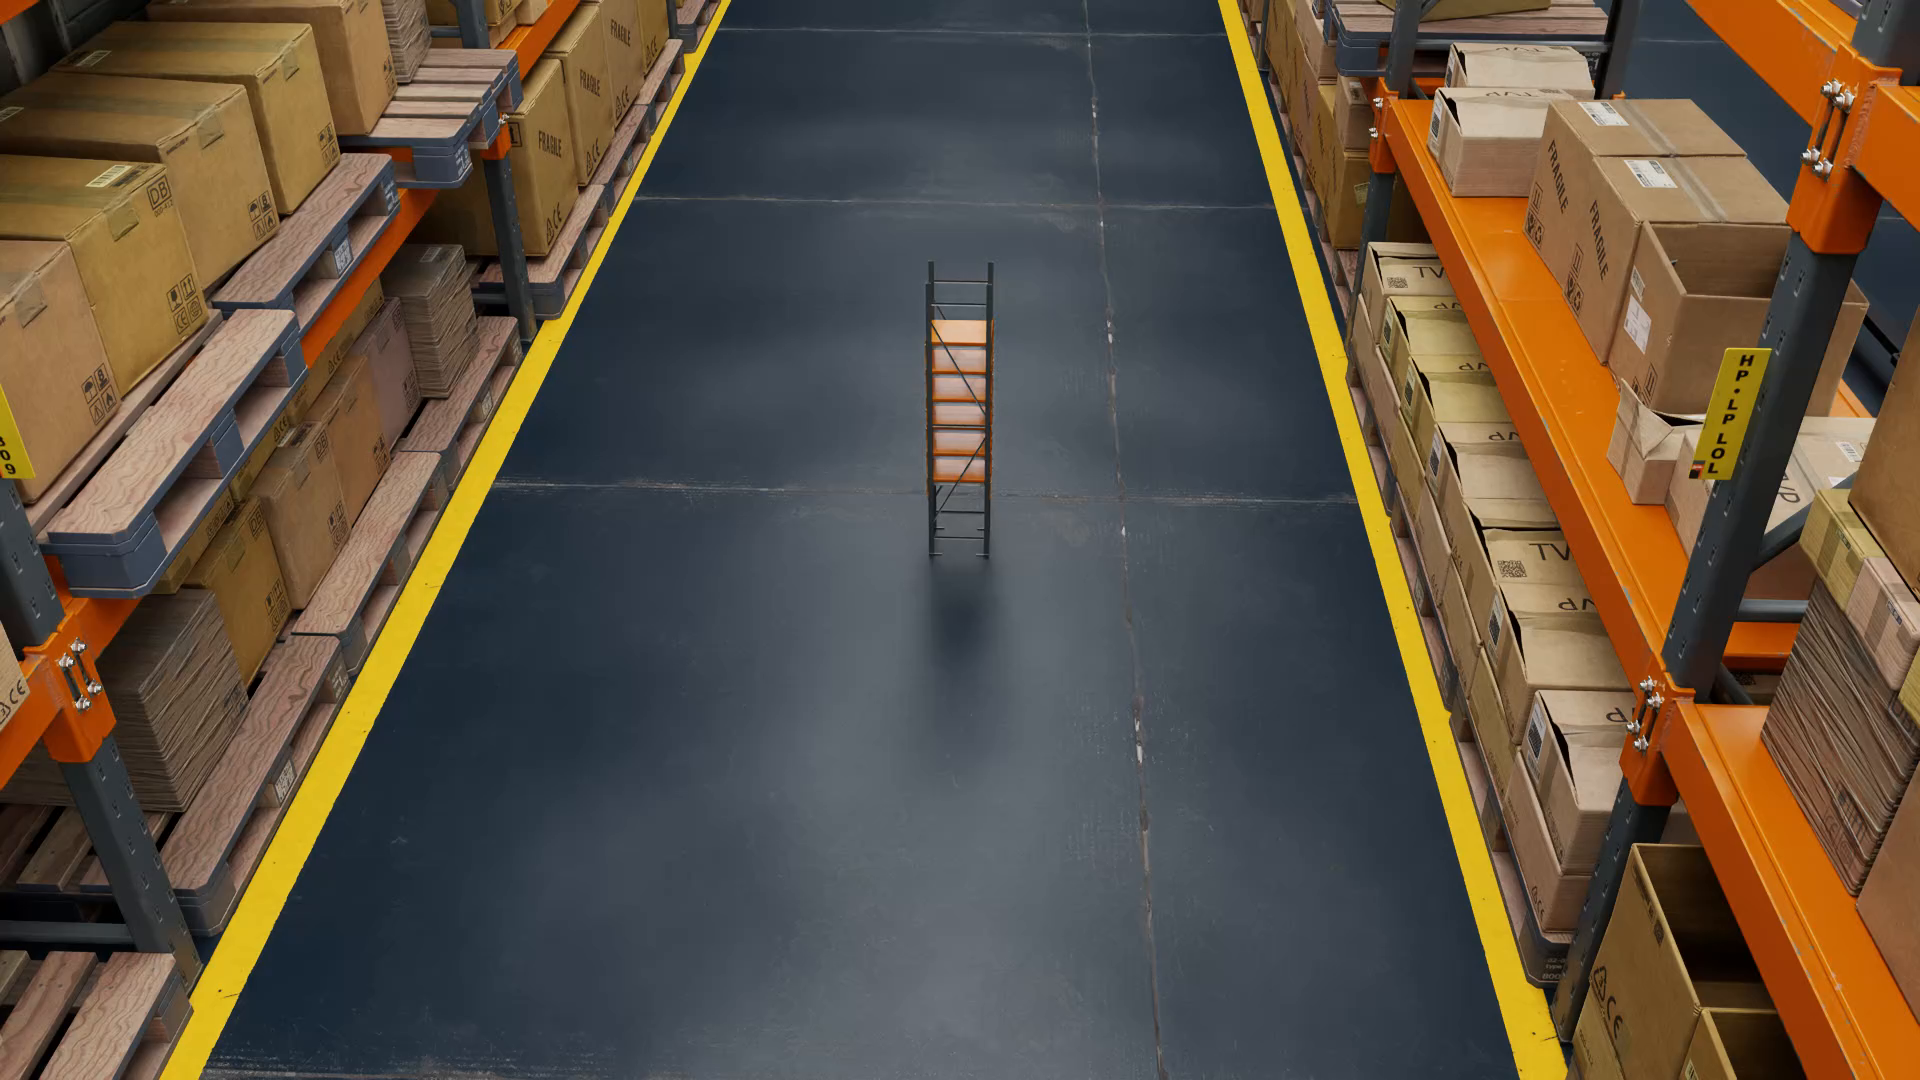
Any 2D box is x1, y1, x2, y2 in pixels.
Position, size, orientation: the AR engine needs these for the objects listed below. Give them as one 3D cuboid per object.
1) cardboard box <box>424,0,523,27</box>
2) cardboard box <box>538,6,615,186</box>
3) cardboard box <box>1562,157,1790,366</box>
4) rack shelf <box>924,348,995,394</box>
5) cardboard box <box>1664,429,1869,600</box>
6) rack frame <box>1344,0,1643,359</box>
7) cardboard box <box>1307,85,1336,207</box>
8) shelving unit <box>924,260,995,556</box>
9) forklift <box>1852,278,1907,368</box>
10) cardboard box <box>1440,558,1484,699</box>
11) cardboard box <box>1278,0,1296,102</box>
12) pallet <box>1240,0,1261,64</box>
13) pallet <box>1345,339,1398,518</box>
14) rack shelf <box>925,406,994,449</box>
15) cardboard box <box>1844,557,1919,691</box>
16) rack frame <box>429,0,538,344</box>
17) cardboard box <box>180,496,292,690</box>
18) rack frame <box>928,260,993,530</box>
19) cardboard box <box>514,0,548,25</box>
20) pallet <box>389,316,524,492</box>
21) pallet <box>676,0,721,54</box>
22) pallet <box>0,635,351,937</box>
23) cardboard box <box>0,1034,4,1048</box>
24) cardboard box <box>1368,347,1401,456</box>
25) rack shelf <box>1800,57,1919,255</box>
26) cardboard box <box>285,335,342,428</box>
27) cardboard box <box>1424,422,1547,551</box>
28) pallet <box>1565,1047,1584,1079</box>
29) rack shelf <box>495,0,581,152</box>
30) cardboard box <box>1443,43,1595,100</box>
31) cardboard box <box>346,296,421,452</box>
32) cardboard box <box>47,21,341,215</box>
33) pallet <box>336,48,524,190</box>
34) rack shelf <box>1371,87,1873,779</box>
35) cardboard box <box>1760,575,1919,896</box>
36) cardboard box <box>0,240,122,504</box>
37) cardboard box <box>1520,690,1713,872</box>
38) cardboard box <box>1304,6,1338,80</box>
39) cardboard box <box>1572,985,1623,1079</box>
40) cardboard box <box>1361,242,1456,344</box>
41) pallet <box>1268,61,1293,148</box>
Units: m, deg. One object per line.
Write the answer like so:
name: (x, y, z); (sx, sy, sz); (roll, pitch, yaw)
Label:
cardboard box: (-2.311, -2.674, 7.584); (0.500, 0.500, 0.500); (2, 35, 3)
cardboard box: (-2.384, -2.445, 9.125); (0.750, 0.750, 0.750); (1, 35, 2)
cardboard box: (2.291, -0.892, 5.324); (0.500, 0.500, 0.500); (1, 35, 2)
rack shelf: (-0.001, -0.643, 6.281); (0.258, 0.103, 0.180); (1, 35, 2)
cardboard box: (2.179, -0.042, 4.332); (0.500, 0.250, 0.500); (3, 35, 5)
rack frame: (2.363, -2.118, 7.155); (1.000, 3.000, 0.127); (1, 35, 2)
cardboard box: (2.188, -2.115, 8.943); (0.500, 0.500, 0.500); (0, 35, 0)
shelving unit: (-0.001, -0.483, 6.393); (0.258, 1.200, 0.189); (1, 35, 2)
forklift: (4.615, -1.447, 6.260); (1.130, 2.935, 3.031); (1, 35, 1)
cardboard box: (1.972, 0.304, 5.735); (0.500, 0.250, 0.500); (2, 35, 3)
cardboard box: (2.251, -2.995, 10.193); (0.500, 0.500, 0.500); (2, 35, 3)
pallet: (2.553, -3.670, 11.788); (1.003, 0.211, 1.213); (1, 35, 2)
pallet: (2.291, -0.505, 7.285); (1.003, 0.211, 1.213); (1, 35, 2)
rack shelf: (-0.001, -0.446, 6.419); (0.258, 0.103, 0.180); (1, 35, 2)
cardboard box: (1.989, 0.168, 3.251); (0.380, 0.149, 0.250); (2, 35, 3)
rack frame: (-2.586, -2.230, 7.315); (1.000, 3.000, 0.127); (1, 35, 2)
cardboard box: (-2.764, 0.189, 5.663); (0.700, 0.500, 0.500); (1, 35, 1)
rack frame: (0.003, -0.535, 6.468); (0.240, 1.200, 0.006); (1, 35, 2)
cardboard box: (-2.228, -2.615, 8.063); (0.380, 0.149, 0.250); (2, 35, 3)
pallet: (-2.619, -0.641, 7.478); (1.003, 0.211, 1.213); (1, 35, 2)
pallet: (-2.317, -3.823, 12.006); (1.003, 0.211, 1.213); (1, 35, 2)
pallet: (-2.717, 0.761, 5.483); (1.003, 0.211, 1.213); (1, 35, 2)
cardboard box: (-2.739, 1.355, 4.295); (0.380, 0.166, 0.250); (-3, 35, -4)
cardboard box: (2.030, -0.582, 6.996); (0.500, 0.250, 0.500); (0, 35, 1)
rack shelf: (2.122, 0.396, 1.594); (1.077, 0.370, 4.000); (1, 35, 2)
cardboard box: (-2.664, -0.658, 6.217); (0.500, 0.250, 0.500); (1, 35, 2)
cardboard box: (1.993, -0.210, 5.978); (0.500, 0.311, 0.500); (1, 35, 1)
pallet: (2.129, 1.777, 4.038); (1.003, 0.211, 1.213); (1, 35, 2)
rack shelf: (-2.506, -3.085, 9.157); (1.077, 0.370, 4.000); (1, 35, 2)
cardboard box: (2.305, -1.874, 6.885); (0.500, 0.311, 0.500); (3, 35, 5)
cardboard box: (-2.700, -0.680, 6.900); (0.700, 0.500, 0.500); (1, 35, 2)
cardboard box: (-2.623, -1.465, 5.756); (0.700, 0.500, 0.500); (1, 35, 2)
pallet: (-2.509, -1.740, 6.784); (1.213, 0.211, 1.003); (1, 35, 2)
rack shelf: (2.283, -0.675, 5.727); (1.077, 0.370, 4.000); (1, 35, 2)
cardboard box: (2.191, 0.394, 3.493); (0.700, 0.500, 0.500); (0, 35, 1)
cardboard box: (-2.693, -0.445, 4.305); (0.700, 0.500, 0.500); (1, 35, 2)
cardboard box: (1.933, 0.664, 4.734); (0.500, 0.311, 0.500); (1, 35, 2)
cardboard box: (2.201, -2.745, 9.187); (0.500, 0.250, 0.500); (1, 35, 1)
cardboard box: (1.881, 1.393, 4.186); (0.500, 0.250, 0.500); (1, 35, 2)
cardboard box: (2.049, -1.100, 7.245); (0.500, 0.311, 0.500); (2, 35, 3)
pallet: (2.529, -2.807, 10.561); (1.003, 0.211, 1.213); (1, 35, 2)
